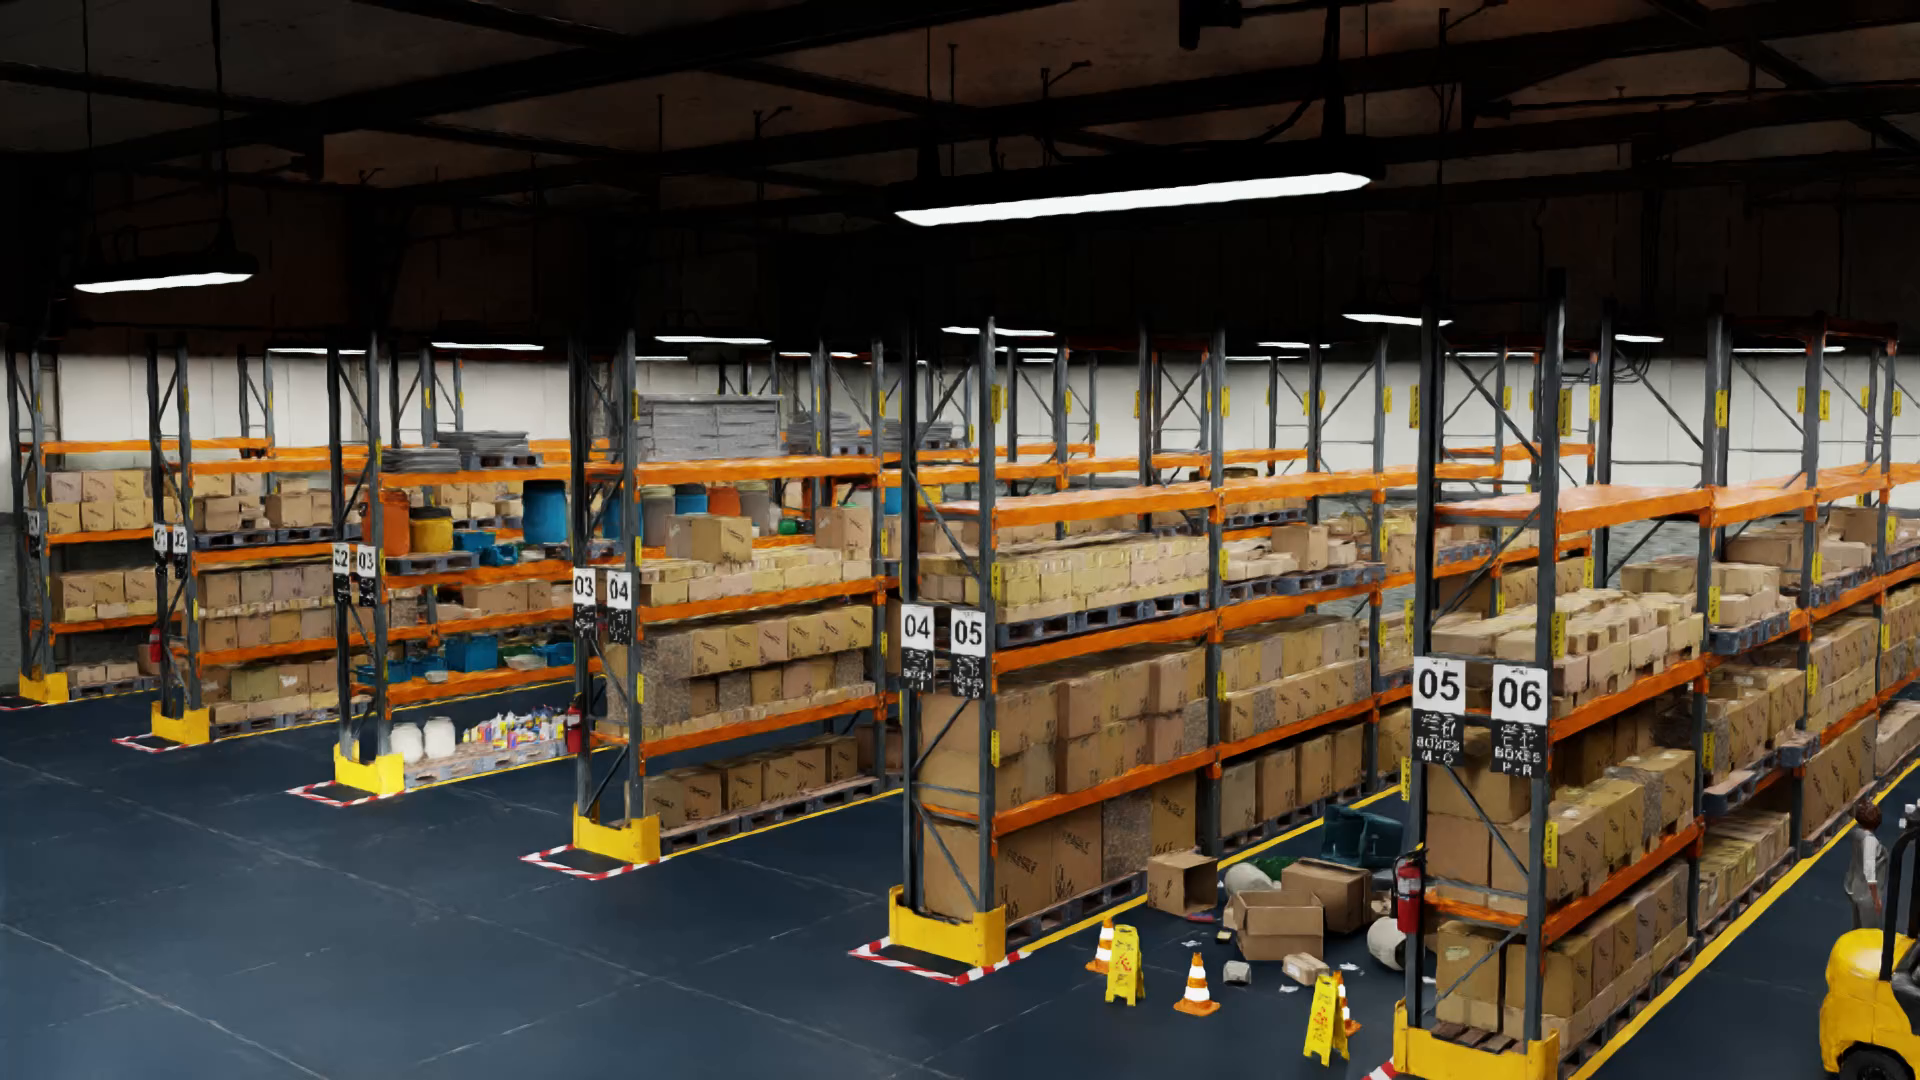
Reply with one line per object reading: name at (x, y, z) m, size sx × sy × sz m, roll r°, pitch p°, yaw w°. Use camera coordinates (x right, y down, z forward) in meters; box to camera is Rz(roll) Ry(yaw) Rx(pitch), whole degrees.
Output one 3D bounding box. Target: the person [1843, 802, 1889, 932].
person at (7.858, 3.108, 14.417) m, size 0.346 × 1.606 × 0.482 m, roll 1°, pitch 5°, yaw 11°
